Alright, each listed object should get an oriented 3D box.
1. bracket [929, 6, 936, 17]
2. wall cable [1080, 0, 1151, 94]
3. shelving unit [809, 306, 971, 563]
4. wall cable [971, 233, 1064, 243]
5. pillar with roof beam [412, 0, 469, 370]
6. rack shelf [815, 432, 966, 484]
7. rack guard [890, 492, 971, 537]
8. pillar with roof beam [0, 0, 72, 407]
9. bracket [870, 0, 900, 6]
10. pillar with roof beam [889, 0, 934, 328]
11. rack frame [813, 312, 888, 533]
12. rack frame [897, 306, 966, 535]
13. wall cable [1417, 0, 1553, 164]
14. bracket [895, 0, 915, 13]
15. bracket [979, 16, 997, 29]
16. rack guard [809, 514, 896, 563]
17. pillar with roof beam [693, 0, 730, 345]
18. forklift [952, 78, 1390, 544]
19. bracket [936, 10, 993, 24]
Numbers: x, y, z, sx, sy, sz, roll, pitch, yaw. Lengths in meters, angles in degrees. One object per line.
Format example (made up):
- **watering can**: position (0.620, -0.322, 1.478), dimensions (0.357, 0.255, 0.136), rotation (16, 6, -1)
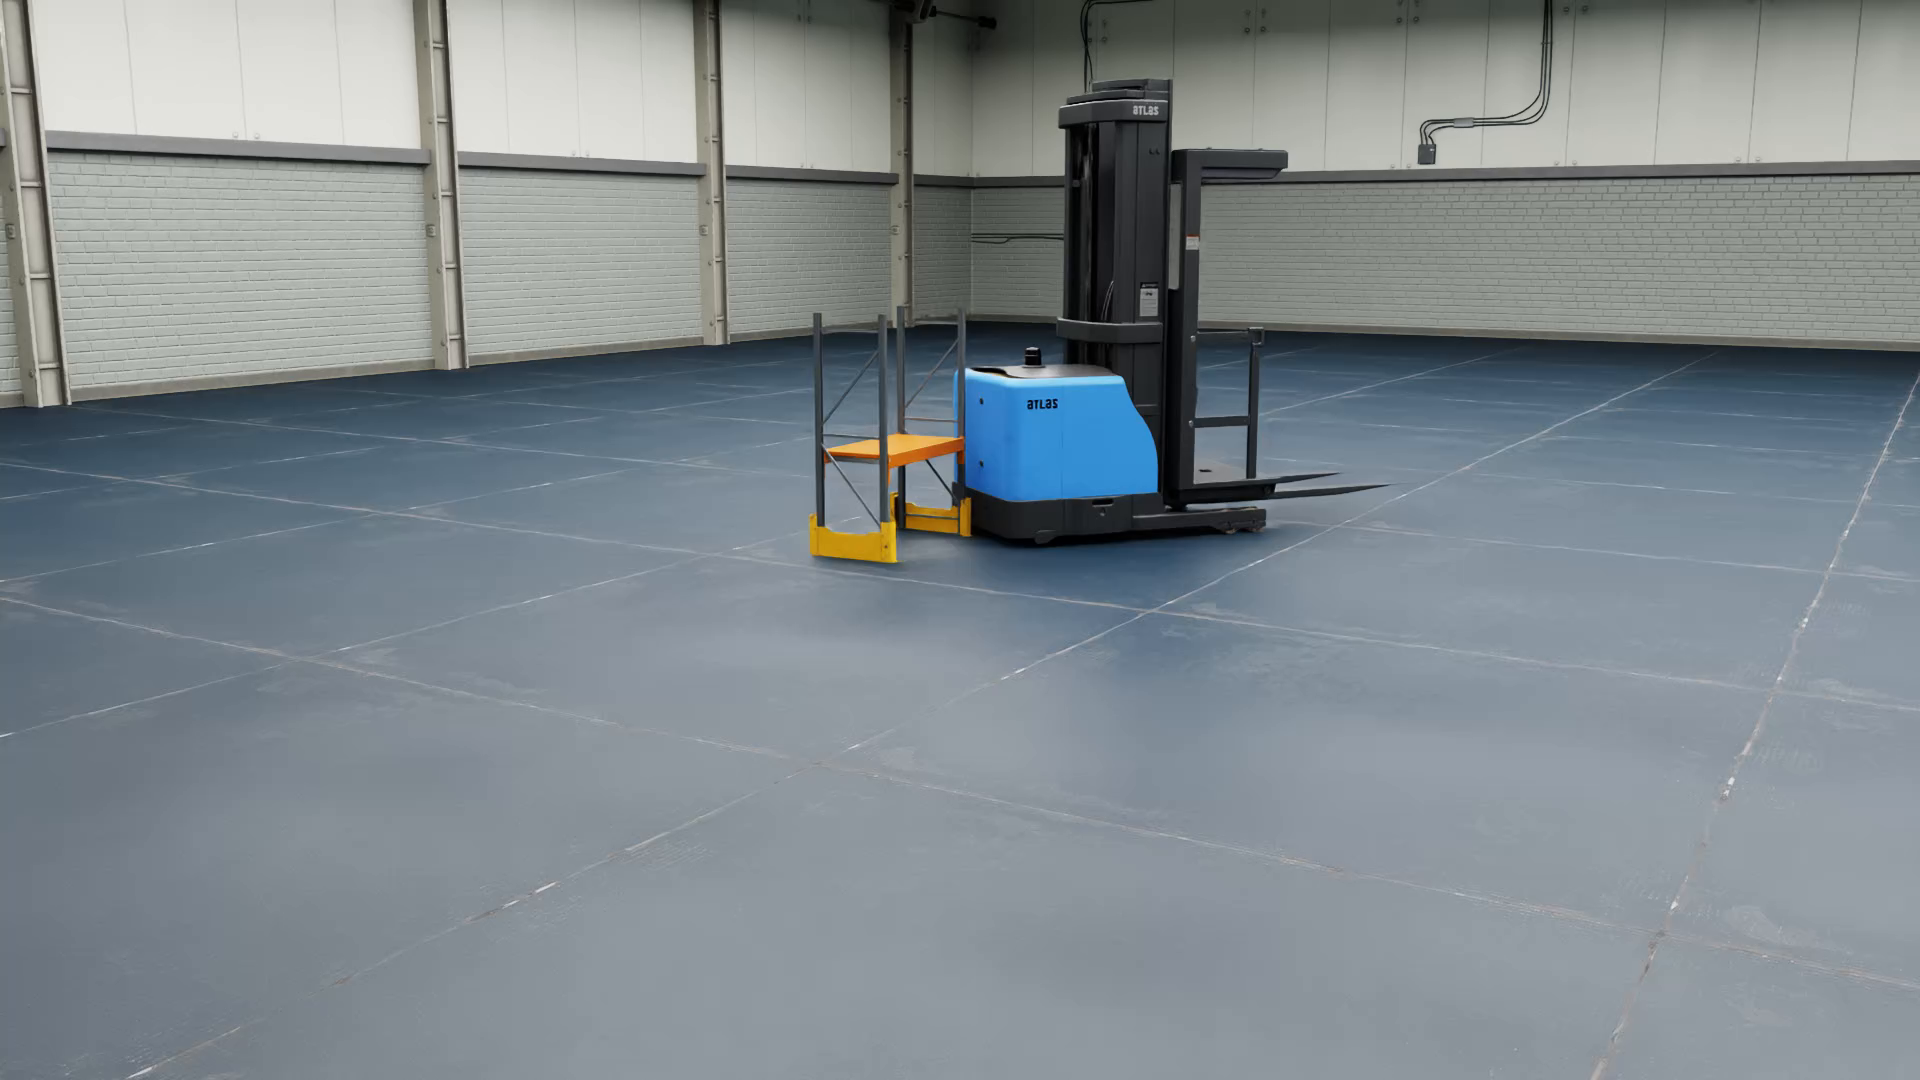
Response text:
- **bracket**: position (-0.656, -10.610, 33.306), dimensions (0.235, 0.232, 0.430), rotation (6, 12, 31)
- **wall cable**: position (3.797, -9.844, 33.710), dimensions (3.097, 2.526, 0.112), rotation (6, 12, 31)
- **shelving unit**: position (-0.432, -0.706, 10.567), dimensions (0.587, 1.500, 1.083), rotation (6, 12, 27)
- **wall cable**: position (1.485, -7.620, 35.555), dimensions (3.097, 2.526, 0.112), rotation (6, 12, 31)
- **pillar with roof beam**: position (-3.726, -6.511, 21.192), dimensions (9.100, 9.000, 0.400), rotation (6, 12, 31)
- **rack shelf**: position (-0.428, -0.531, 10.608), dimensions (0.538, 0.185, 1.000), rotation (6, 12, 27)
- **rack guard**: position (-0.200, -0.173, 11.115), dimensions (0.587, 0.250, 0.087), rotation (6, 12, 27)
- **pillar with roof beam**: position (-6.841, -5.567, 16.152), dimensions (9.100, 9.000, 0.400), rotation (6, 12, 31)
- **bracket**: position (-2.425, -10.074, 30.444), dimensions (0.076, 0.066, 4.783), rotation (6, 12, 31)
- **pillar with roof beam**: position (2.504, -8.398, 31.273), dimensions (9.100, 9.000, 0.548), rotation (6, 12, 31)
- **rack frame**: position (-0.664, -0.625, 10.132), dimensions (0.500, 1.500, 0.032), rotation (6, 12, 27)
- **rack frame**: position (-0.191, -0.791, 11.017), dimensions (0.500, 1.500, 0.032), rotation (6, 12, 27)
- **wall cable**: position (9.590, -9.909, 30.099), dimensions (2.305, 6.003, 0.169), rotation (6, 12, 31)
- **bracket**: position (-1.087, -10.479, 32.609), dimensions (0.235, 0.232, 0.430), rotation (6, 12, 31)
- **bracket**: position (0.574, -10.983, 35.297), dimensions (0.235, 0.232, 0.430), rotation (6, 12, 31)
- **rack guard**: position (-0.664, -0.011, 10.248), dimensions (0.587, 0.250, 0.087), rotation (6, 12, 27)
- **pillar with roof beam**: position (-0.611, -7.454, 26.232), dimensions (9.100, 9.000, 0.400), rotation (6, 12, 31)
- **forklift**: position (1.512, -1.565, 11.262), dimensions (3.031, 2.935, 1.130), rotation (-4, 11, -22)
- **bracket**: position (0.268, -10.890, 34.801), dimensions (0.076, 0.066, 3.189), rotation (6, 12, 31)
